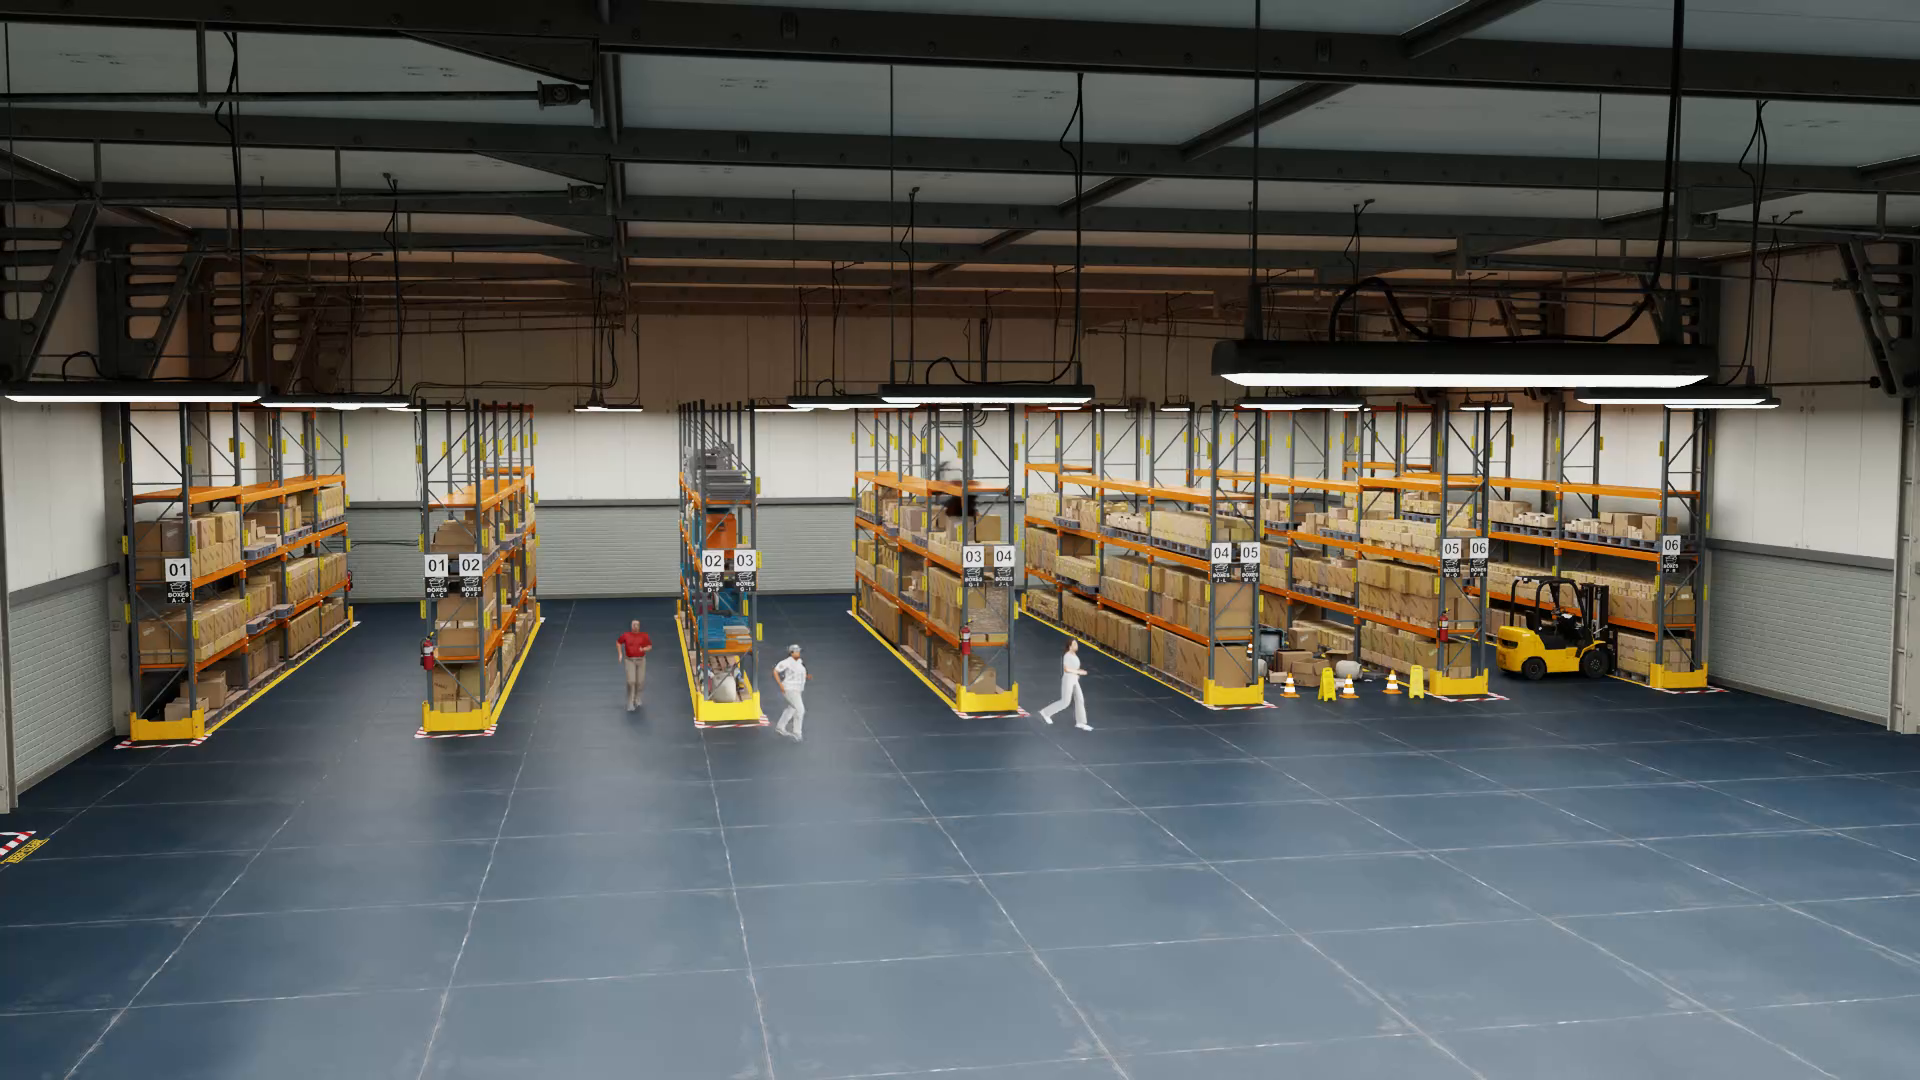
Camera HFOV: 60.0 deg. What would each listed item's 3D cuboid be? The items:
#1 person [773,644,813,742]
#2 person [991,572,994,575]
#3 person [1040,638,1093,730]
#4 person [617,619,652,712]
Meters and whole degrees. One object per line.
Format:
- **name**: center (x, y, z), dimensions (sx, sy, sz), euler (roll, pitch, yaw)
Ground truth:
- **person**: center (-2.953, 2.698, 29.344), dimensions (0.755, 1.729, 0.589), euler (2, 5, 22)
- **person**: center (0.646, 1.166, 48.611), dimensions (0.761, 1.762, 0.951), euler (3, 5, 34)
- **person**: center (1.956, 2.612, 30.255), dimensions (0.950, 1.675, 0.577), euler (2, 5, 20)
- **person**: center (-6.304, 2.438, 32.300), dimensions (0.631, 1.798, 0.768), euler (-2, 5, -22)
